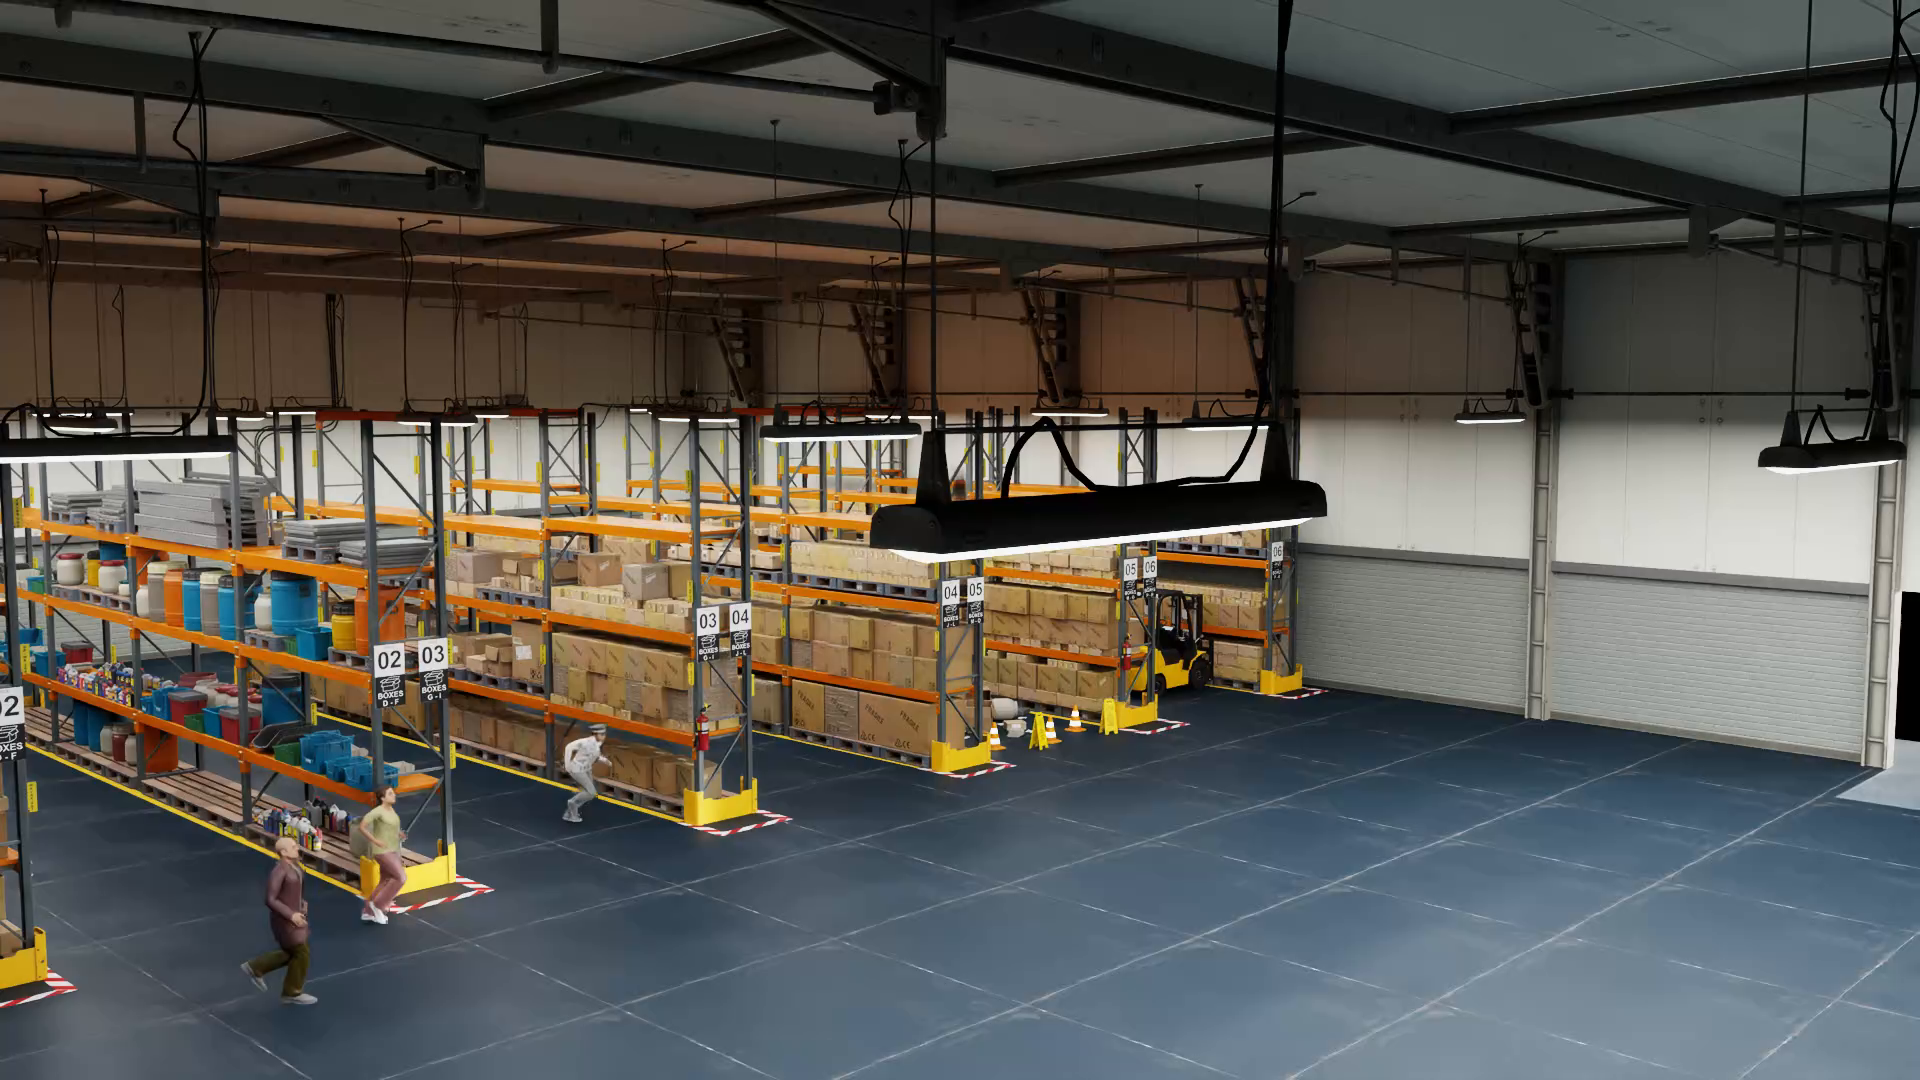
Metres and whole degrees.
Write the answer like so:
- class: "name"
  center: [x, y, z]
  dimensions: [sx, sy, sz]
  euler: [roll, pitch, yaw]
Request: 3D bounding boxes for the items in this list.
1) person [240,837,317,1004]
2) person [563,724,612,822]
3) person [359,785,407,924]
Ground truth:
- class: "person"
  center: [-7.067, 3.944, 17.200]
  dimensions: [0.747, 1.776, 0.719]
  euler: [-1, 5, -11]
- class: "person"
  center: [-5.505, 3.430, 24.376]
  dimensions: [0.816, 1.496, 0.644]
  euler: [2, 5, 20]
- class: "person"
  center: [-6.865, 3.743, 19.904]
  dimensions: [0.575, 1.641, 0.612]
  euler: [0, 5, 4]
